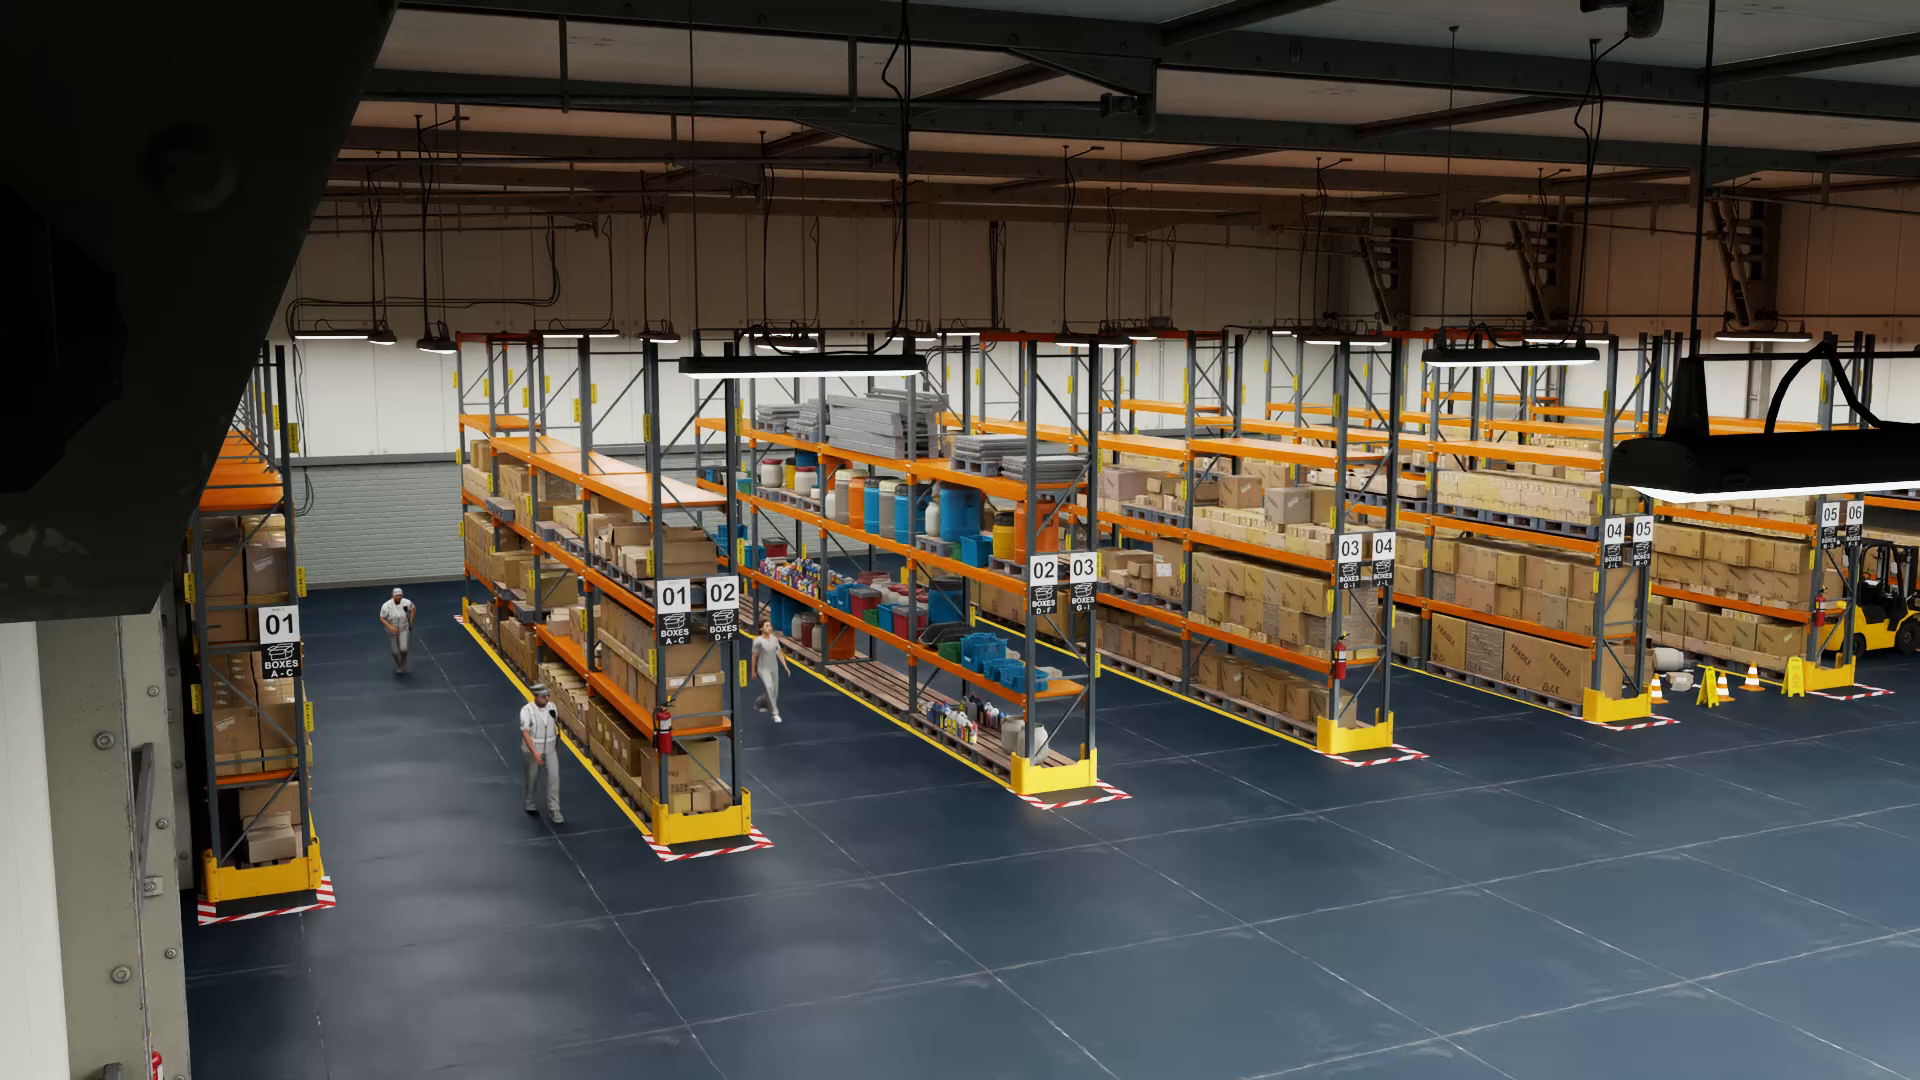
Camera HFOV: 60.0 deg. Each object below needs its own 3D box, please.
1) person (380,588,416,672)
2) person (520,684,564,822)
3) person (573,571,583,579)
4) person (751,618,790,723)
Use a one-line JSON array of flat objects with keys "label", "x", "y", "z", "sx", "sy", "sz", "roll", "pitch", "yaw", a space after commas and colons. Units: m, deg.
[{"label": "person", "x": -9.922, "y": 1.597, "z": 29.391, "sx": 0.579, "sy": 1.578, "sz": 0.752, "roll": -2, "pitch": 8, "yaw": -12}, {"label": "person", "x": -5.279, "y": 2.651, "z": 21.027, "sx": 0.528, "sy": 1.699, "sz": 0.978, "roll": -6, "pitch": 10, "yaw": -36}, {"label": "person", "x": -8.721, "y": 0.182, "z": 39.738, "sx": 1.110, "sy": 1.606, "sz": 0.437, "roll": -2, "pitch": 8, "yaw": -11}, {"label": "person", "x": -2.873, "y": 1.947, "z": 25.153, "sx": 0.493, "sy": 1.463, "sz": 1.040, "roll": -6, "pitch": 10, "yaw": -37}]
